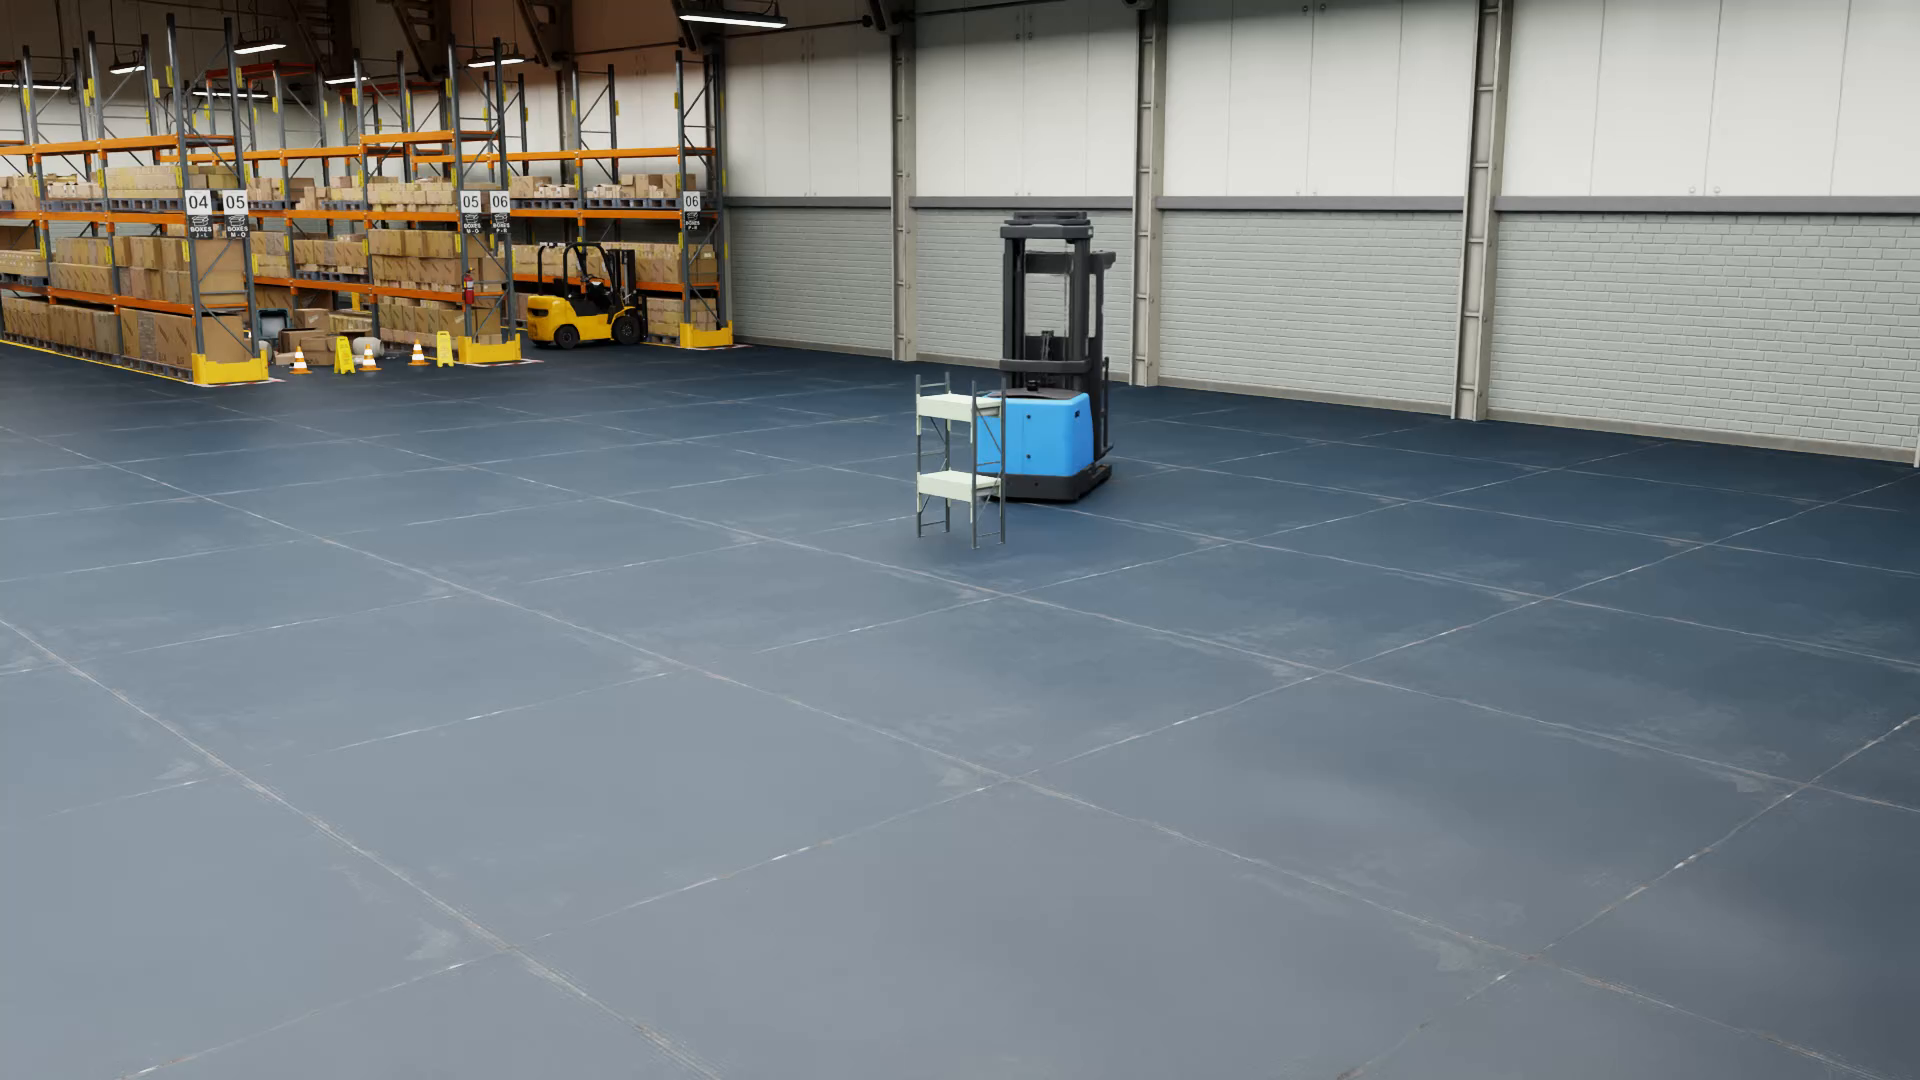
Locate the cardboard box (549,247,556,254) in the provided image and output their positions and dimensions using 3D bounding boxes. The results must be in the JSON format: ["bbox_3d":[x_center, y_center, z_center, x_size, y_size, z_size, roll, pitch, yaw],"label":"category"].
[{"bbox_3d":[-9.273,-6.704,38.503,0.250,0.149,0.380,11,16,44],"label":"cardboard box"}]

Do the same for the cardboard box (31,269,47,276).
[{"bbox_3d":[-18.675,-5.451,33.858,0.380,0.149,0.250,-11,16,-42],"label":"cardboard box"}]

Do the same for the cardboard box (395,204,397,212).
[{"bbox_3d":[-10.979,-6.598,33.033,0.250,0.149,0.380,11,16,43],"label":"cardboard box"}]

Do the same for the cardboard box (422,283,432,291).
[{"bbox_3d":[-10.313,-4.976,32.593,0.380,0.149,0.250,-11,16,-43],"label":"cardboard box"}]

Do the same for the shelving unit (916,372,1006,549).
[{"bbox_3d":[0.005,-0.734,15.094,0.431,1.500,0.755,-11,16,-43],"label":"shelving unit"}]

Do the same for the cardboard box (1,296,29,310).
[{"bbox_3d":[-20.445,-5.148,36.102,0.500,0.250,0.500,11,16,43],"label":"cardboard box"}]

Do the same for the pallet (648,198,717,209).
[{"bbox_3d":[-5.849,-7.123,35.173,1.003,0.211,1.213,-11,16,-43],"label":"pallet"}]

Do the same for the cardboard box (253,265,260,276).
[{"bbox_3d":[-16.101,-6.248,38.514,0.500,0.250,0.500,-11,16,-43],"label":"cardboard box"}]

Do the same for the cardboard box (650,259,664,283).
[{"bbox_3d":[-6.260,-5.751,35.483,0.500,0.500,0.500,-10,15,-41],"label":"cardboard box"}]

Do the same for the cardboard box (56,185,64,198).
[{"bbox_3d":[-17.315,-6.802,32.480,0.500,0.250,0.500,-10,16,-41],"label":"cardboard box"}]

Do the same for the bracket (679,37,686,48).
[{"bbox_3d":[-5.751,-10.530,35.137,0.235,0.232,0.430,-11,16,-43],"label":"bracket"}]

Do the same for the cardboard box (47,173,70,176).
[{"bbox_3d":[-18.642,-7.458,34.438,0.396,0.266,0.258,-11,16,-43],"label":"cardboard box"}]

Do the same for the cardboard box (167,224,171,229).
[{"bbox_3d":[-19.971,-7.999,42.308,0.380,0.149,0.250,-10,16,-41],"label":"cardboard box"}]

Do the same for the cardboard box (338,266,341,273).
[{"bbox_3d":[-12.978,-5.752,35.315,0.380,0.149,0.250,-11,16,-43],"label":"cardboard box"}]

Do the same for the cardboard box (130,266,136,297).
[{"bbox_3d":[-14.580,-4.721,30.360,0.875,0.550,0.550,-11,16,-43],"label":"cardboard box"}]

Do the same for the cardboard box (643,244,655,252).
[{"bbox_3d":[-6.550,-6.261,35.611,0.380,0.149,0.250,-10,16,-41],"label":"cardboard box"}]

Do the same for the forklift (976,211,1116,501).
[{"bbox_3d":[1.065,-2.092,18.139,1.130,2.935,3.031,3,12,16],"label":"forklift"}]

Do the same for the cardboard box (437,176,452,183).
[{"bbox_3d":[-13.199,-9.222,42.712,0.396,0.266,0.258,-11,16,-43],"label":"cardboard box"}]

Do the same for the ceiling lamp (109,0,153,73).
[{"bbox_3d":[-18.257,-12.020,36.826,0.800,3.185,2.000,-11,16,-43],"label":"ceiling lamp"}]

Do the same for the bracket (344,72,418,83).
[{"bbox_3d":[-15.818,-12.657,45.462,0.076,0.066,4.783,-11,16,-43],"label":"bracket"}]

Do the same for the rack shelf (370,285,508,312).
[{"bbox_3d":[-10.348,-4.837,33.078,1.077,0.370,4.000,-11,16,-43],"label":"rack shelf"}]

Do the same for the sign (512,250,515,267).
[{"bbox_3d":[-8.574,-5.397,31.868,0.100,0.325,0.005,-11,16,-43],"label":"sign"}]

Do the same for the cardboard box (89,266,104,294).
[{"bbox_3d":[-16.142,-4.939,31.539,0.500,0.500,0.500,-11,16,-43],"label":"cardboard box"}]

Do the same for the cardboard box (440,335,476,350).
[{"bbox_3d":[-9.736,-3.841,32.231,0.500,0.250,0.500,-11,16,-43],"label":"cardboard box"}]

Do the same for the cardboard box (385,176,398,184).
[{"bbox_3d":[-12.194,-7.540,35.073,0.500,0.250,0.500,-11,16,-44],"label":"cardboard box"}]

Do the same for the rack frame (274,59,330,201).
[{"bbox_3d":[-14.491,-9.004,36.650,1.000,3.000,0.127,-11,16,-43],"label":"rack frame"}]

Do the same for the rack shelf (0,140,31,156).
[{"bbox_3d":[-22.145,-8.821,37.554,1.077,0.370,4.000,-11,16,-43],"label":"rack shelf"}]

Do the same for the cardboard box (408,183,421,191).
[{"bbox_3d":[-10.497,-6.862,32.334,0.380,0.149,0.250,-10,16,-41],"label":"cardboard box"}]

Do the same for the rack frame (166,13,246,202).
[{"bbox_3d":[-12.477,-7.131,27.564,1.000,3.000,0.127,-11,16,-43],"label":"rack frame"}]

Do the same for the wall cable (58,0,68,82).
[{"bbox_3d":[-25.265,-13.684,44.502,2.355,3.000,0.029,-11,16,-43],"label":"wall cable"}]

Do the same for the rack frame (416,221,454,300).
[{"bbox_3d":[-13.666,-7.341,43.449,1.000,3.000,0.127,-11,16,-43],"label":"rack frame"}]

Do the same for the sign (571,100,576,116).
[{"bbox_3d":[-8.526,-9.531,36.699,0.100,0.325,0.005,-11,16,-43],"label":"sign"}]

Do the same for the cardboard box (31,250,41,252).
[{"bbox_3d":[-19.801,-6.172,35.880,0.380,0.149,0.250,-11,16,-43],"label":"cardboard box"}]

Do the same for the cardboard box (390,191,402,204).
[{"bbox_3d":[-10.924,-6.772,32.885,0.500,0.250,0.500,-11,16,-42],"label":"cardboard box"}]

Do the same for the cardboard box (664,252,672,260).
[{"bbox_3d":[-6.019,-6.001,35.090,0.380,0.149,0.250,-11,16,-42],"label":"cardboard box"}]

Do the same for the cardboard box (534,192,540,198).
[{"bbox_3d":[-9.653,-8.005,38.572,0.380,0.149,0.250,-11,16,-43],"label":"cardboard box"}]

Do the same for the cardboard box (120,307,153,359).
[{"bbox_3d":[-14.855,-3.840,30.682,0.875,0.875,0.875,-11,16,-42],"label":"cardboard box"}]

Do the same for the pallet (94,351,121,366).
[{"bbox_3d":[-15.827,-3.513,31.780,1.003,0.211,1.213,-11,16,-43],"label":"pallet"}]

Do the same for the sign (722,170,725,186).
[{"bbox_3d":[-4.974,-7.602,34.921,0.100,0.325,0.005,-11,16,-43],"label":"sign"}]

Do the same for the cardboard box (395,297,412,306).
[{"bbox_3d":[-11.118,-4.800,33.424,0.380,0.149,0.250,-10,15,-40],"label":"cardboard box"}]

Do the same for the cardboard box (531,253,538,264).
[{"bbox_3d":[-9.710,-6.607,39.018,0.500,0.250,0.500,-11,16,-42],"label":"cardboard box"}]

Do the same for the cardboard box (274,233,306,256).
[{"bbox_3d":[-15.037,-6.643,37.334,0.500,0.500,0.500,11,16,44],"label":"cardboard box"}]

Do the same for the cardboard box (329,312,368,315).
[{"bbox_3d":[-13.593,-4.793,36.554,0.950,0.372,0.625,-11,16,-44],"label":"cardboard box"}]

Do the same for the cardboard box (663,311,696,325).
[{"bbox_3d":[-5.941,-4.721,35.267,0.500,0.250,0.500,-11,16,-43],"label":"cardboard box"}]

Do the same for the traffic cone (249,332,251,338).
[{"bbox_3d":[-14.521,-4.128,34.139,0.336,0.463,0.334,-11,16,-43],"label":"traffic cone"}]

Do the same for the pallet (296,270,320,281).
[{"bbox_3d":[-13.922,-5.882,36.842,1.213,0.211,1.003,-11,16,-43],"label":"pallet"}]

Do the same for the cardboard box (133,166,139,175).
[{"bbox_3d":[-14.183,-6.446,29.027,0.380,0.149,0.250,-11,16,-43],"label":"cardboard box"}]

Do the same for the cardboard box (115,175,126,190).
[{"bbox_3d":[-14.754,-6.389,29.740,0.500,0.250,0.500,-11,16,-43],"label":"cardboard box"}]

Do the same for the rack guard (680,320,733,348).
[{"bbox_3d":[-5.362,-4.362,35.184,1.175,0.500,0.348,-11,16,-43],"label":"rack guard"}]

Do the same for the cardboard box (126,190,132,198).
[{"bbox_3d":[-14.530,-6.129,29.465,0.380,0.149,0.250,-11,16,-43],"label":"cardboard box"}]

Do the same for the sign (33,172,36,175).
[{"bbox_3d":[-20.365,-7.938,36.653,0.100,0.325,0.005,-11,16,-43],"label":"sign"}]
